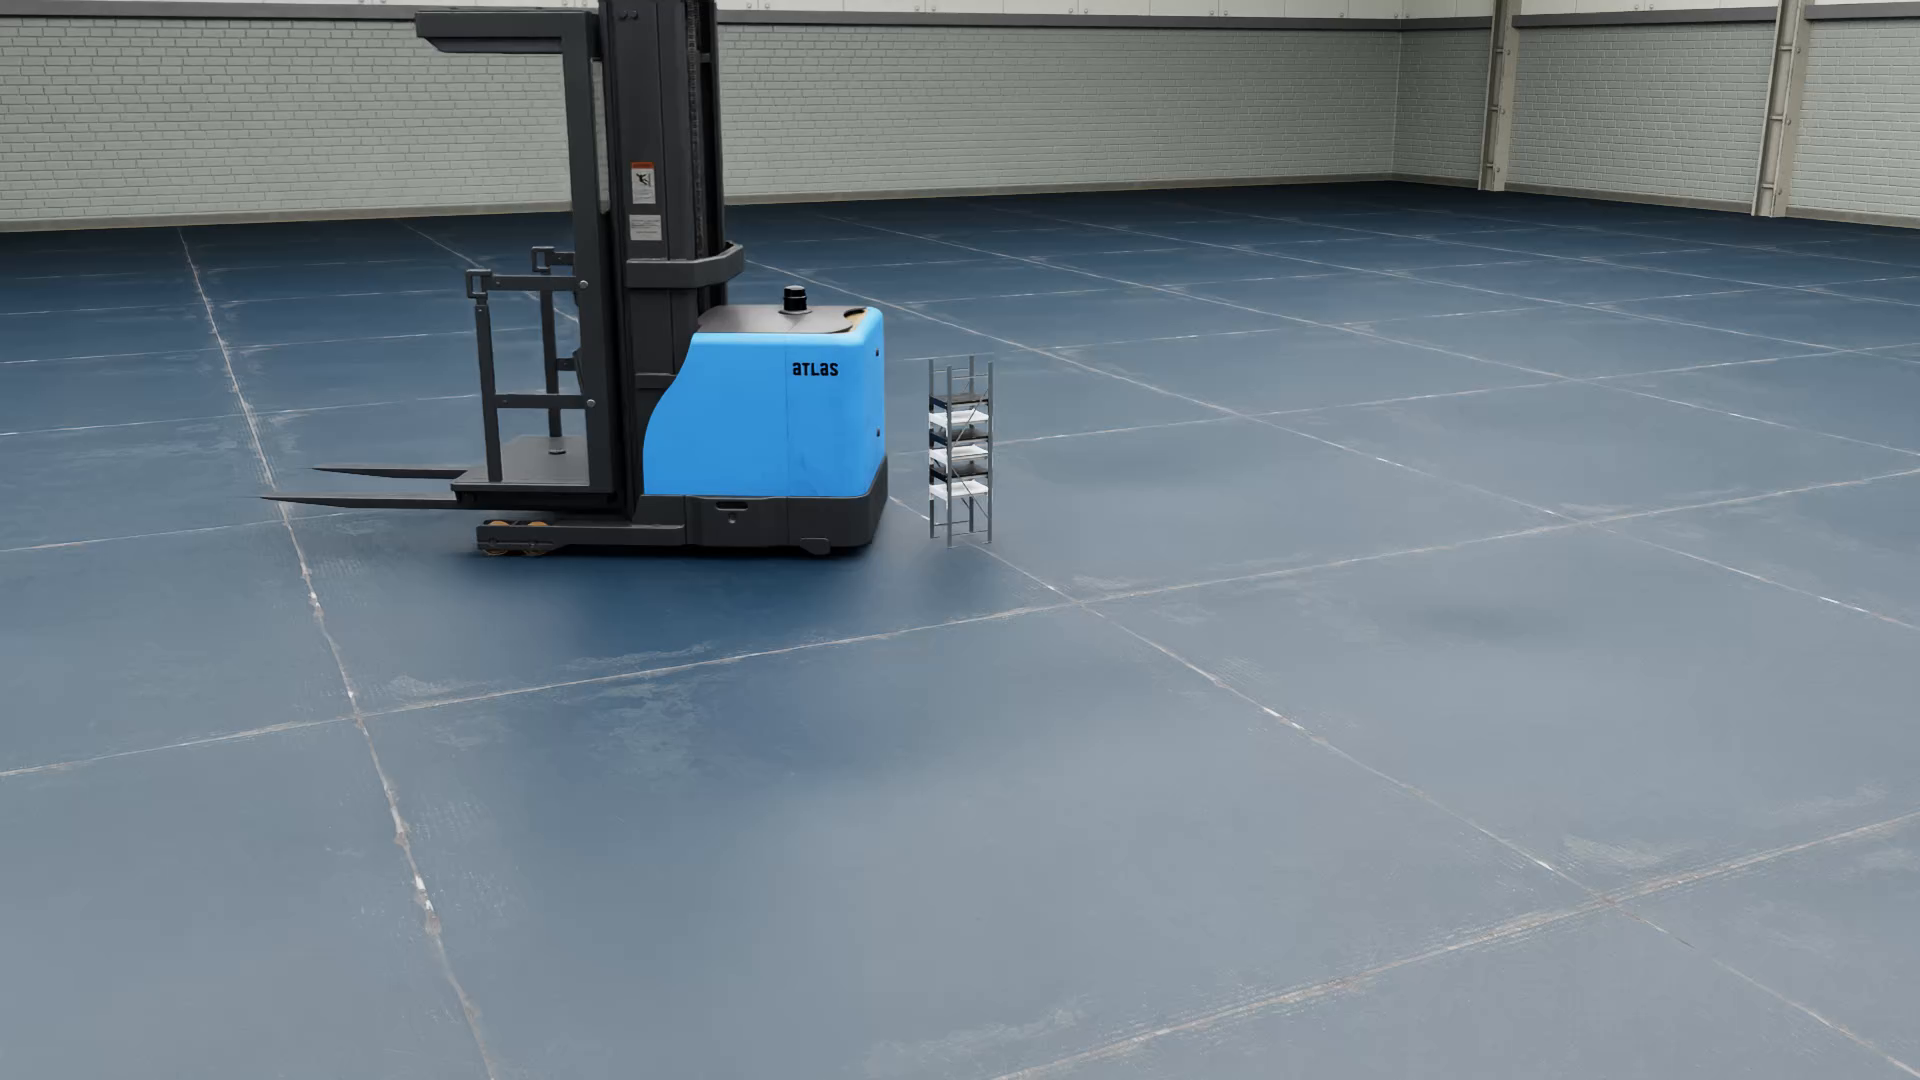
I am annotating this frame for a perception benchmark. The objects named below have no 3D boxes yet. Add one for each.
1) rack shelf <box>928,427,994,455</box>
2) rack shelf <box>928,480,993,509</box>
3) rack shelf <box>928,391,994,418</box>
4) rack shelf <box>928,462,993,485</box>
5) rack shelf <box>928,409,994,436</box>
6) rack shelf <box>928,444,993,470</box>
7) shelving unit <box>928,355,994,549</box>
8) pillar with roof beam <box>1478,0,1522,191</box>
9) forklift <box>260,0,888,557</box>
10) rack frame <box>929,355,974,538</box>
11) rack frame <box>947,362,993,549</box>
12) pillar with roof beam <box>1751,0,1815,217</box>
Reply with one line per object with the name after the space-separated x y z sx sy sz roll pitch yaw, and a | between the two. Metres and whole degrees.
0.004 -0.485 8.104 0.258 0.077 0.200 -8 18 -25 | rack shelf
0.004 -0.225 8.178 0.258 0.077 0.200 -8 18 -25 | rack shelf
0.004 -0.658 8.054 0.258 0.077 0.200 -8 18 -25 | rack shelf
0.004 -0.312 8.154 0.258 0.077 0.200 -8 18 -25 | rack shelf
0.004 -0.572 8.079 0.258 0.077 0.200 -8 18 -25 | rack shelf
0.004 -0.398 8.129 0.258 0.077 0.200 -8 18 -25 | rack shelf
0.004 -0.431 8.120 0.258 0.900 0.210 -8 18 -25 | shelving unit
6.012 -10.309 27.861 9.100 9.000 0.400 -8 18 -25 | pillar with roof beam
-1.918 -1.473 8.071 3.031 2.935 1.130 1 16 3 | forklift
-0.041 -0.456 8.207 0.240 0.900 0.006 -8 18 -25 | rack frame
0.048 -0.405 8.032 0.240 0.900 0.006 -8 18 -25 | rack frame
8.640 -8.821 22.676 9.100 9.000 0.400 -8 18 -25 | pillar with roof beam
